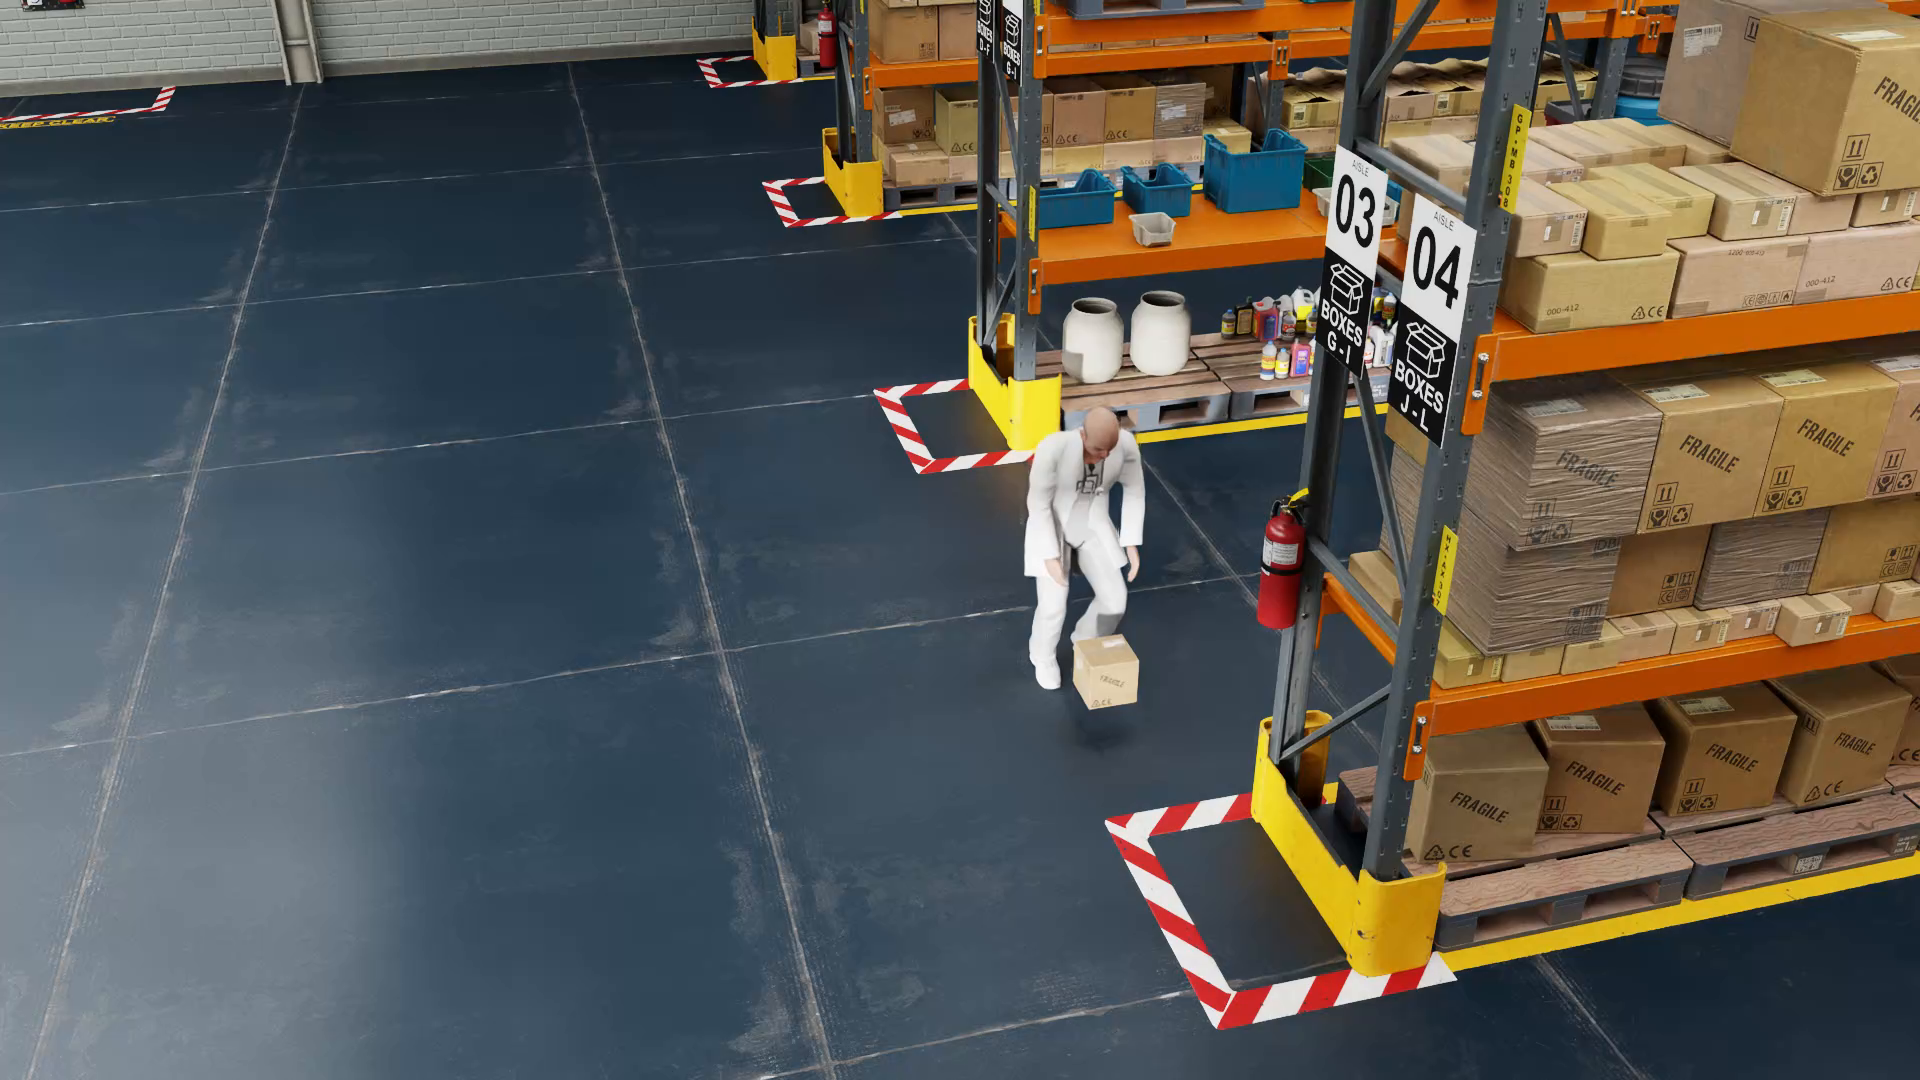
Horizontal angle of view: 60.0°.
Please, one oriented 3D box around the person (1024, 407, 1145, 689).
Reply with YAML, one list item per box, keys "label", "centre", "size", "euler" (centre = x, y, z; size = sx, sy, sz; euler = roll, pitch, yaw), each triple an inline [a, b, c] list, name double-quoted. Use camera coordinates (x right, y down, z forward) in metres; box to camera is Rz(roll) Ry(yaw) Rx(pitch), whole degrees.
- label: "person"
  centre: [0.621, -0.003, 8.452]
  size: [0.621, 1.601, 0.564]
  euler: [-7, 31, -13]
